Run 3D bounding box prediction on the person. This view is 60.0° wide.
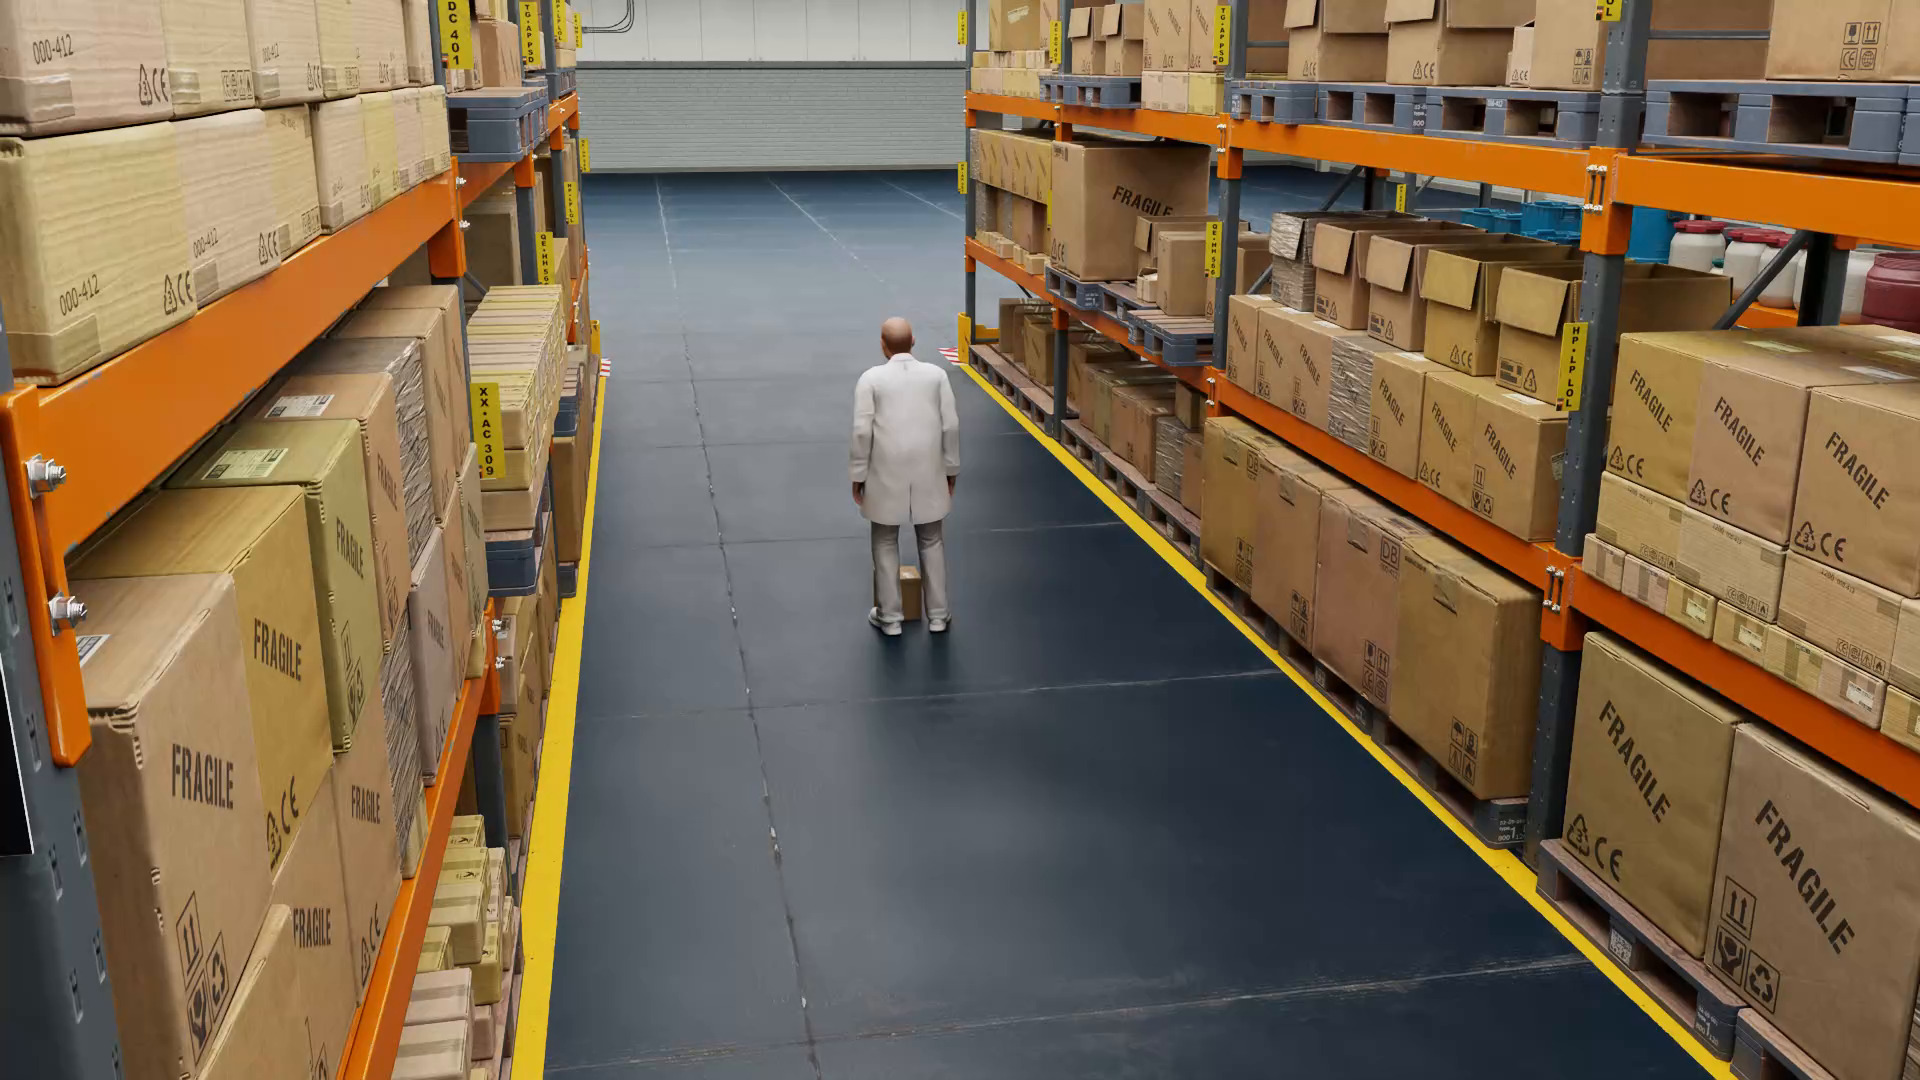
[{"bbox_3d":[-0.305,-0.356,9.293,0.644,1.774,0.424,-3,16,-10],"label":"person"}]
